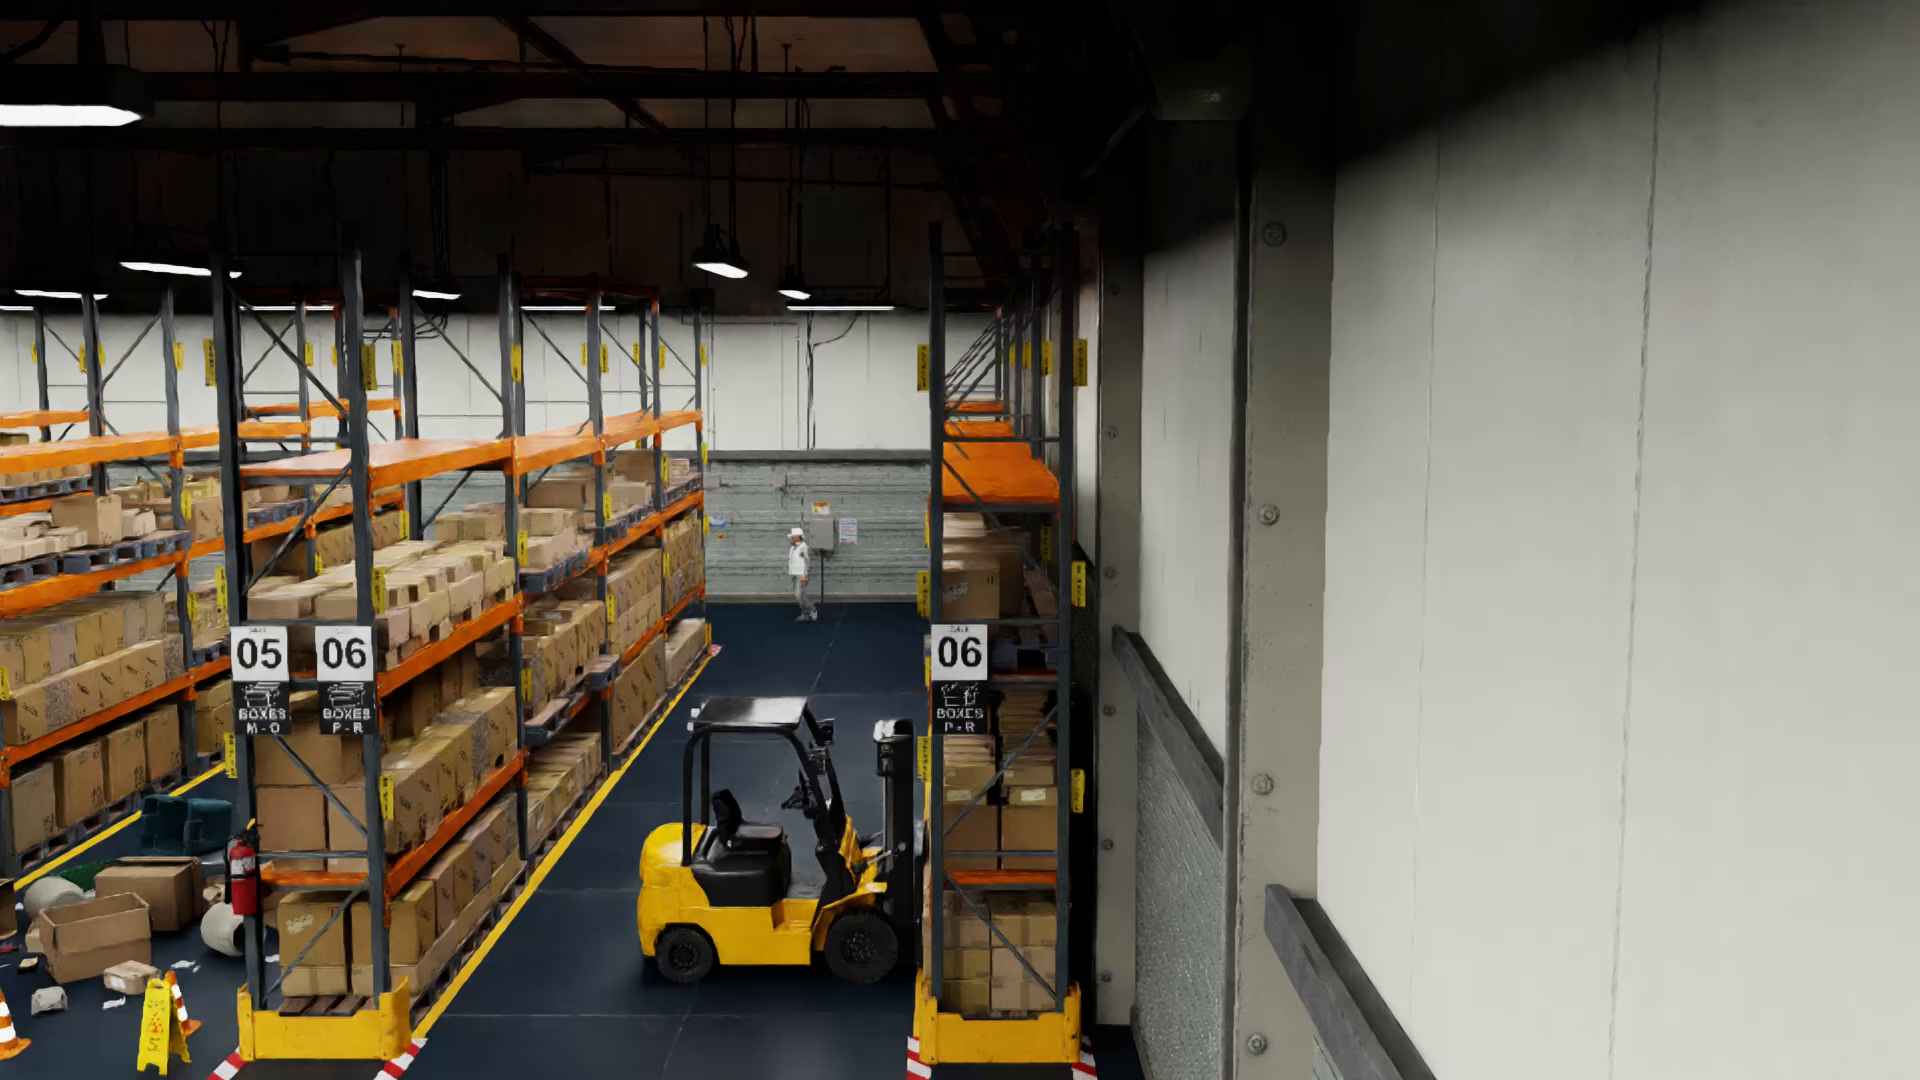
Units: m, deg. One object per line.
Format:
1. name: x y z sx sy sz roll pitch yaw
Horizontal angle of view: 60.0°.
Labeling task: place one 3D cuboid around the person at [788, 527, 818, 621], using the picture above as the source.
1. person: -2.954 0.643 31.188 0.449 1.762 0.680 -5 8 -35
